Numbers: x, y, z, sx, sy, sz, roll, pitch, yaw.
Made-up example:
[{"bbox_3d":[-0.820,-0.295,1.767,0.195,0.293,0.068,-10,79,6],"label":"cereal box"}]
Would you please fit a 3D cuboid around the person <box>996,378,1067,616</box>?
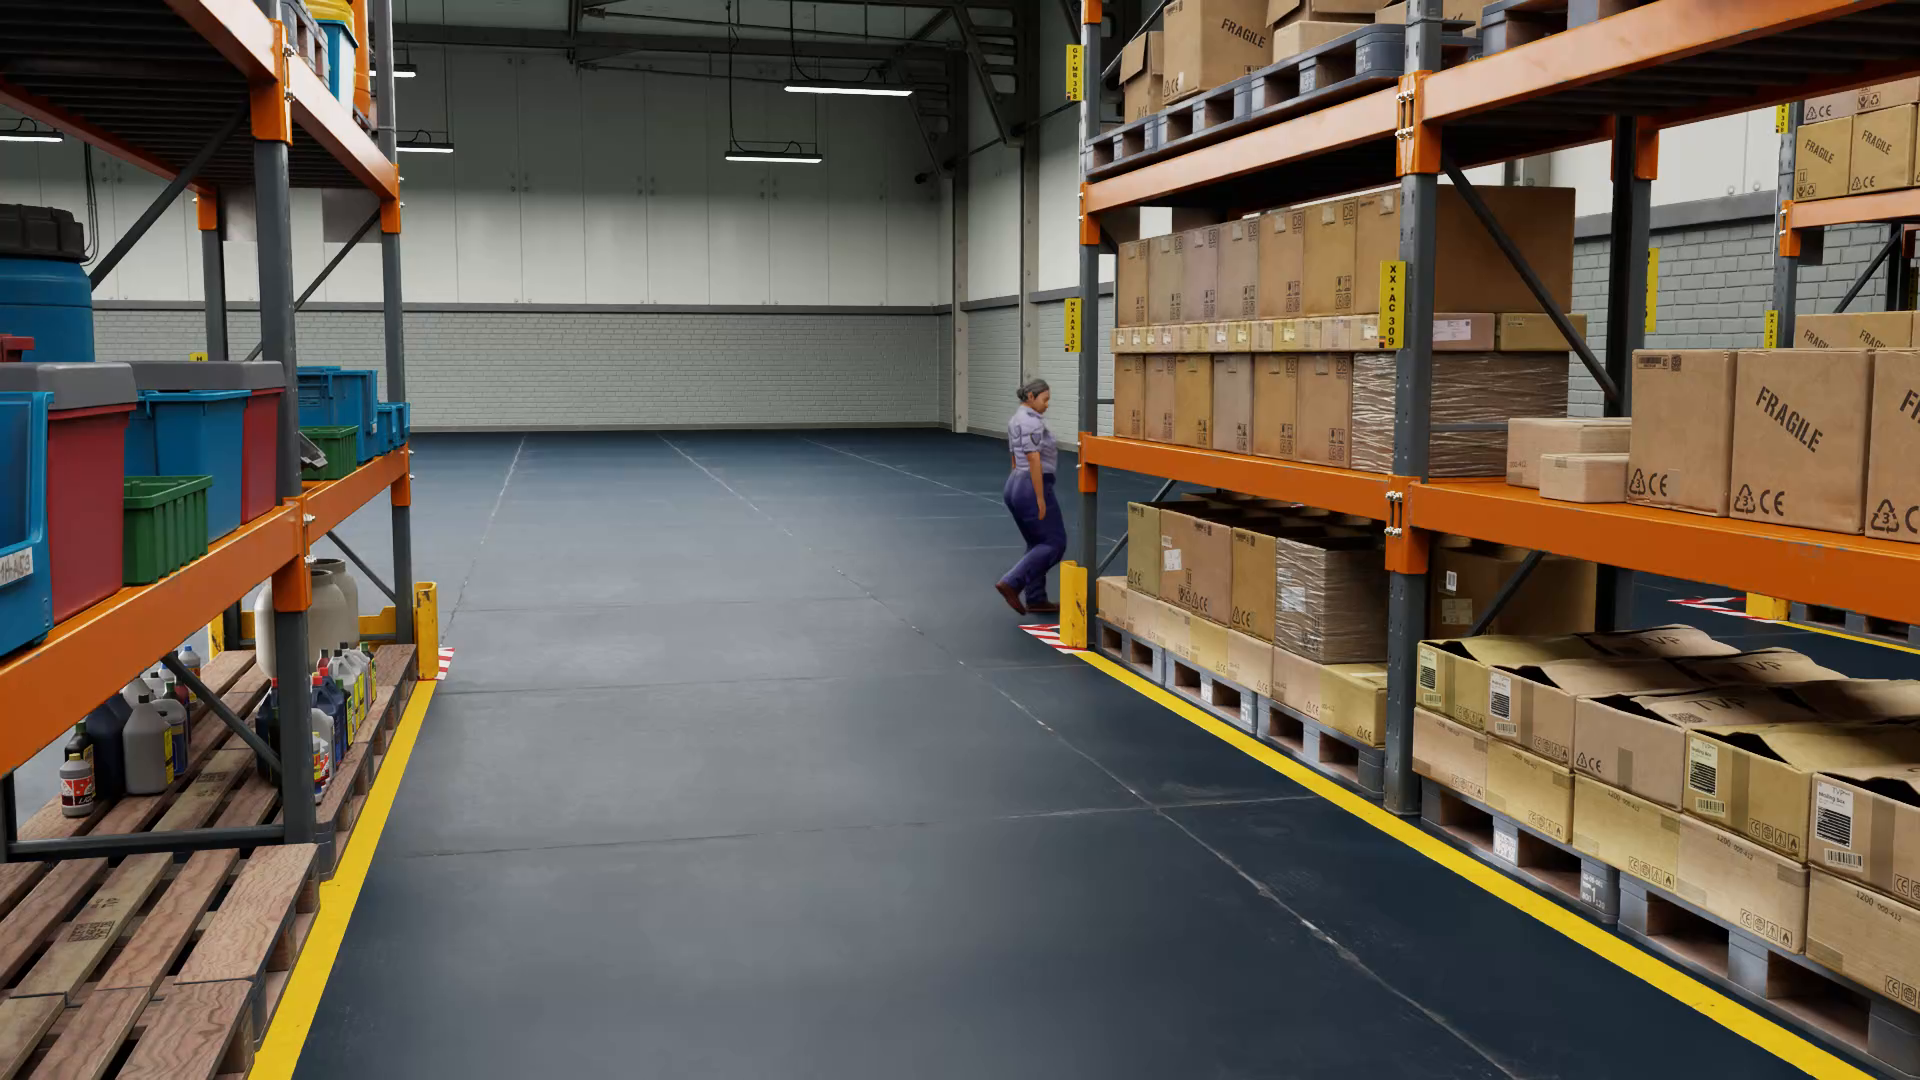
[{"bbox_3d":[0.483,-0.290,11.416,0.589,1.630,0.543,-2,6,-15],"label":"person"}]
